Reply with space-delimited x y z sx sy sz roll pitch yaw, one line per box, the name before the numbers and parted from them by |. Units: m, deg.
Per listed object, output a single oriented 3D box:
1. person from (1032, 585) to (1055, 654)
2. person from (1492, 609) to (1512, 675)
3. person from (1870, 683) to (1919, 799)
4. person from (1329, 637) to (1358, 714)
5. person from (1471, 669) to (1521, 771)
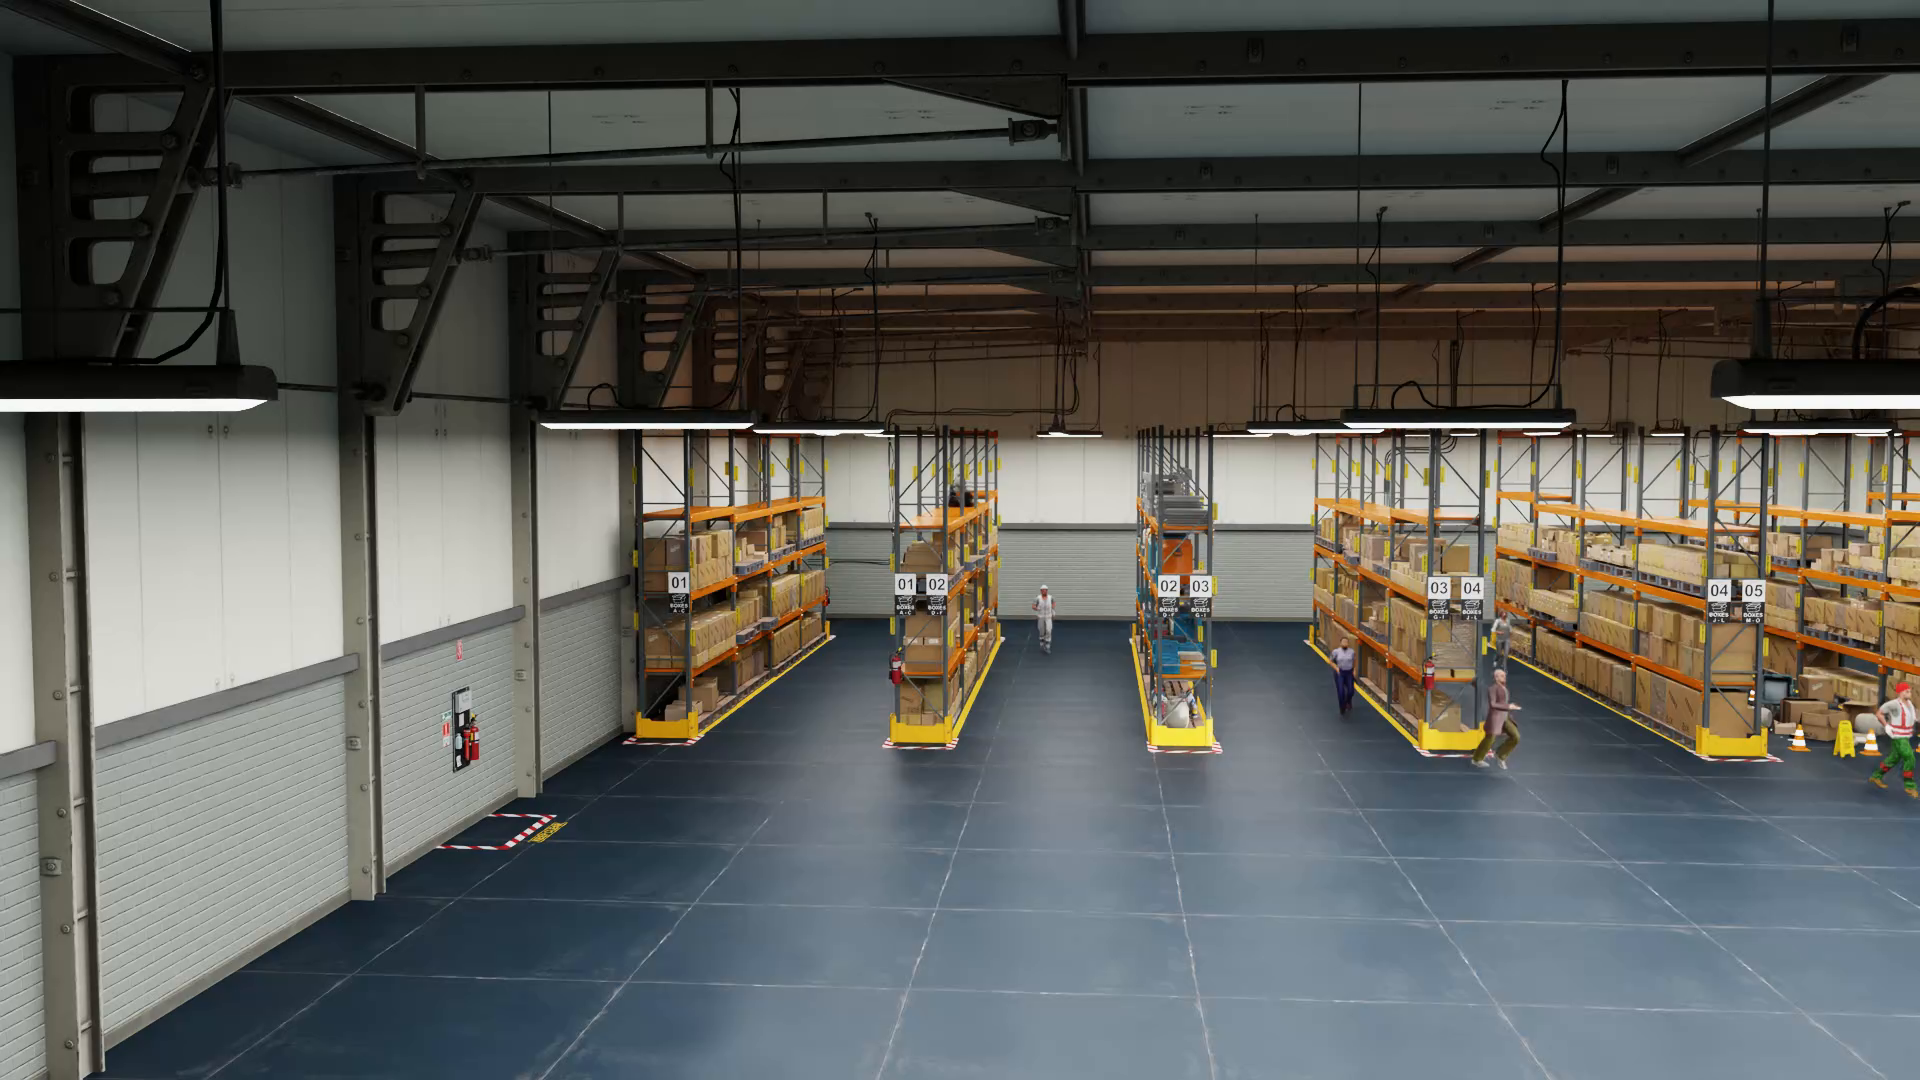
person | 2.254 2.120 44.734 0.642 1.817 0.891 0 3 0
person | 13.294 2.480 40.786 0.550 1.574 0.744 0 3 -1
person | 15.199 3.212 26.895 0.624 1.836 0.856 -3 4 -38
person | 8.027 2.830 34.797 0.609 1.612 0.546 0 3 5
person | 9.318 3.106 28.749 0.733 1.769 0.926 -3 4 -38
